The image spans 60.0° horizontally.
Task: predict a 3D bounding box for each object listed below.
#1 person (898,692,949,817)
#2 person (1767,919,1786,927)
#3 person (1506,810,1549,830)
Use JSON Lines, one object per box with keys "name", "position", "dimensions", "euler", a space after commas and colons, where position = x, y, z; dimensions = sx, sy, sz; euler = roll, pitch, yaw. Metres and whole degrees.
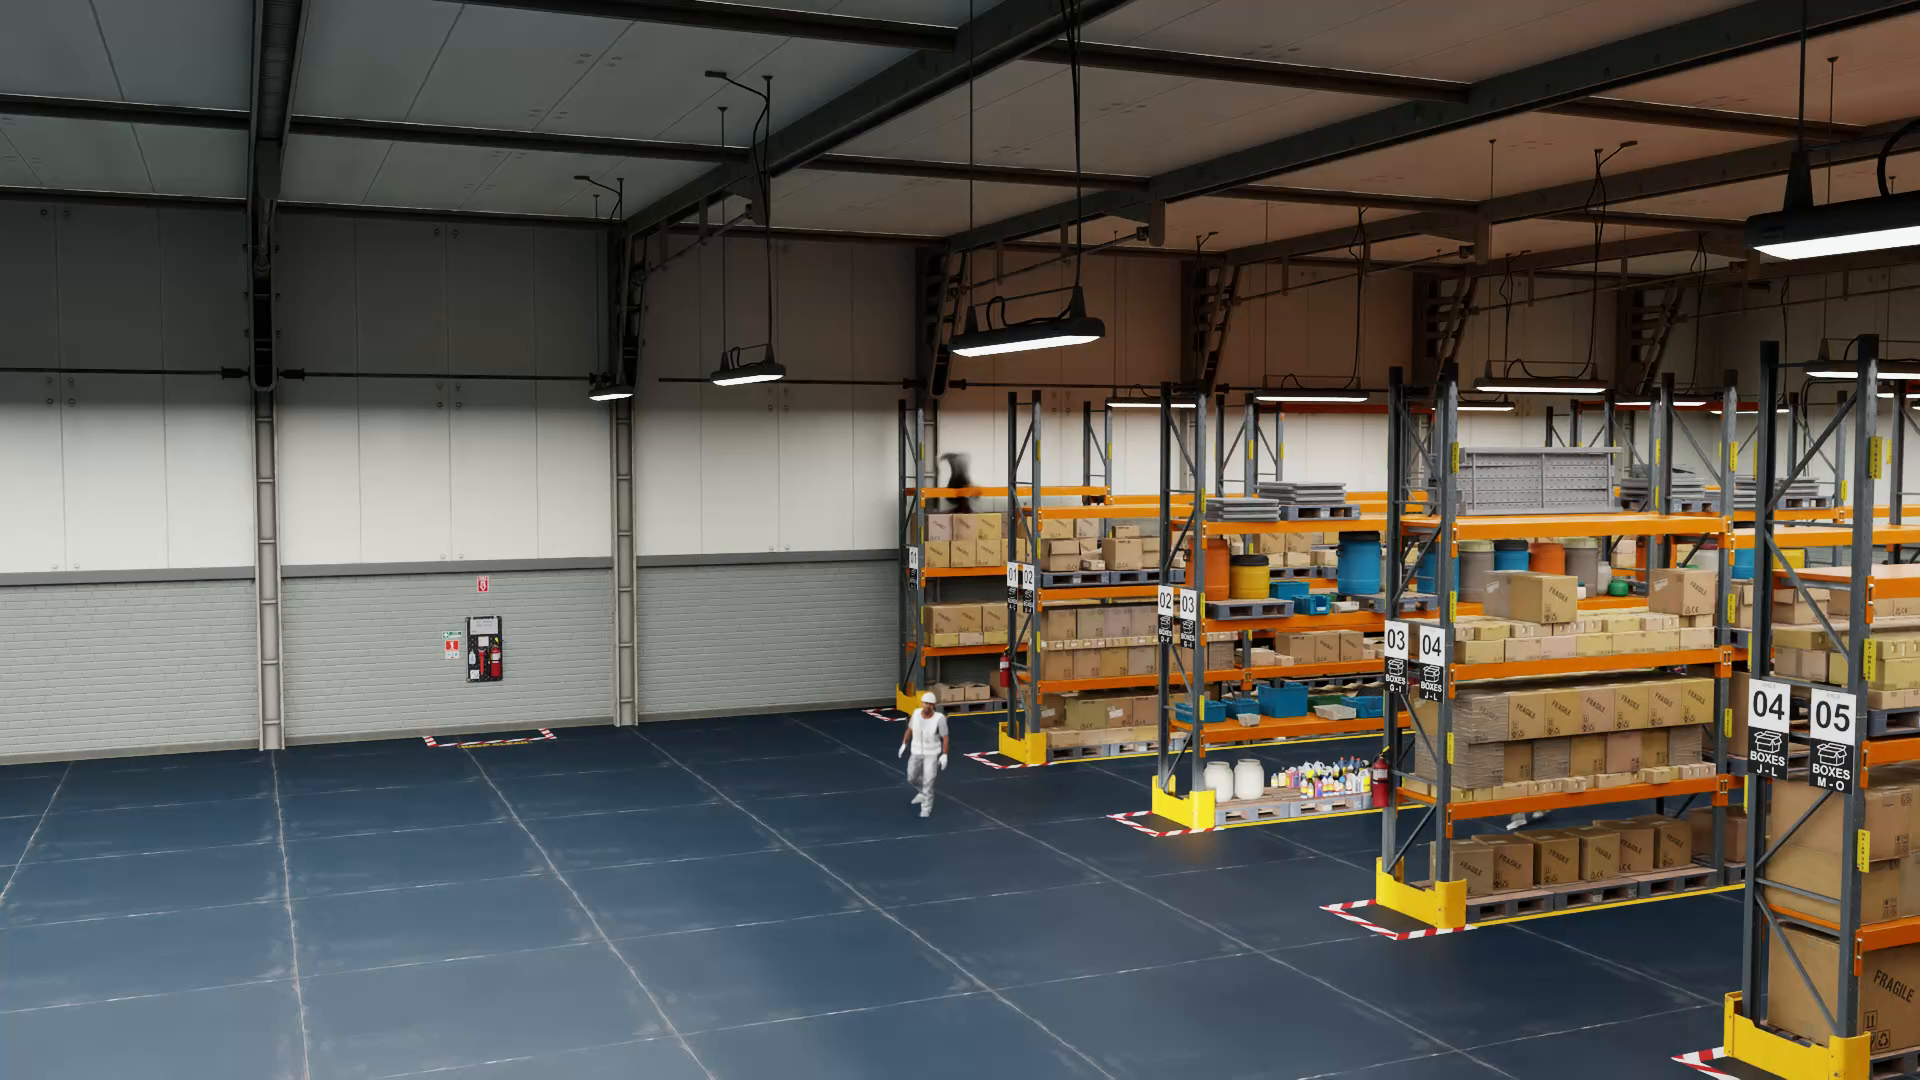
{"name": "person", "position": [-0.471, 2.945, 23.141], "dimensions": [0.776, 1.728, 0.775], "euler": [1, 4, 18]}
{"name": "person", "position": [8.261, 3.441, 16.407], "dimensions": [0.533, 1.577, 0.685], "euler": [0, 3, -7]}
{"name": "person", "position": [7.680, 3.113, 22.414], "dimensions": [1.032, 1.512, 0.559], "euler": [-2, 4, -33]}
